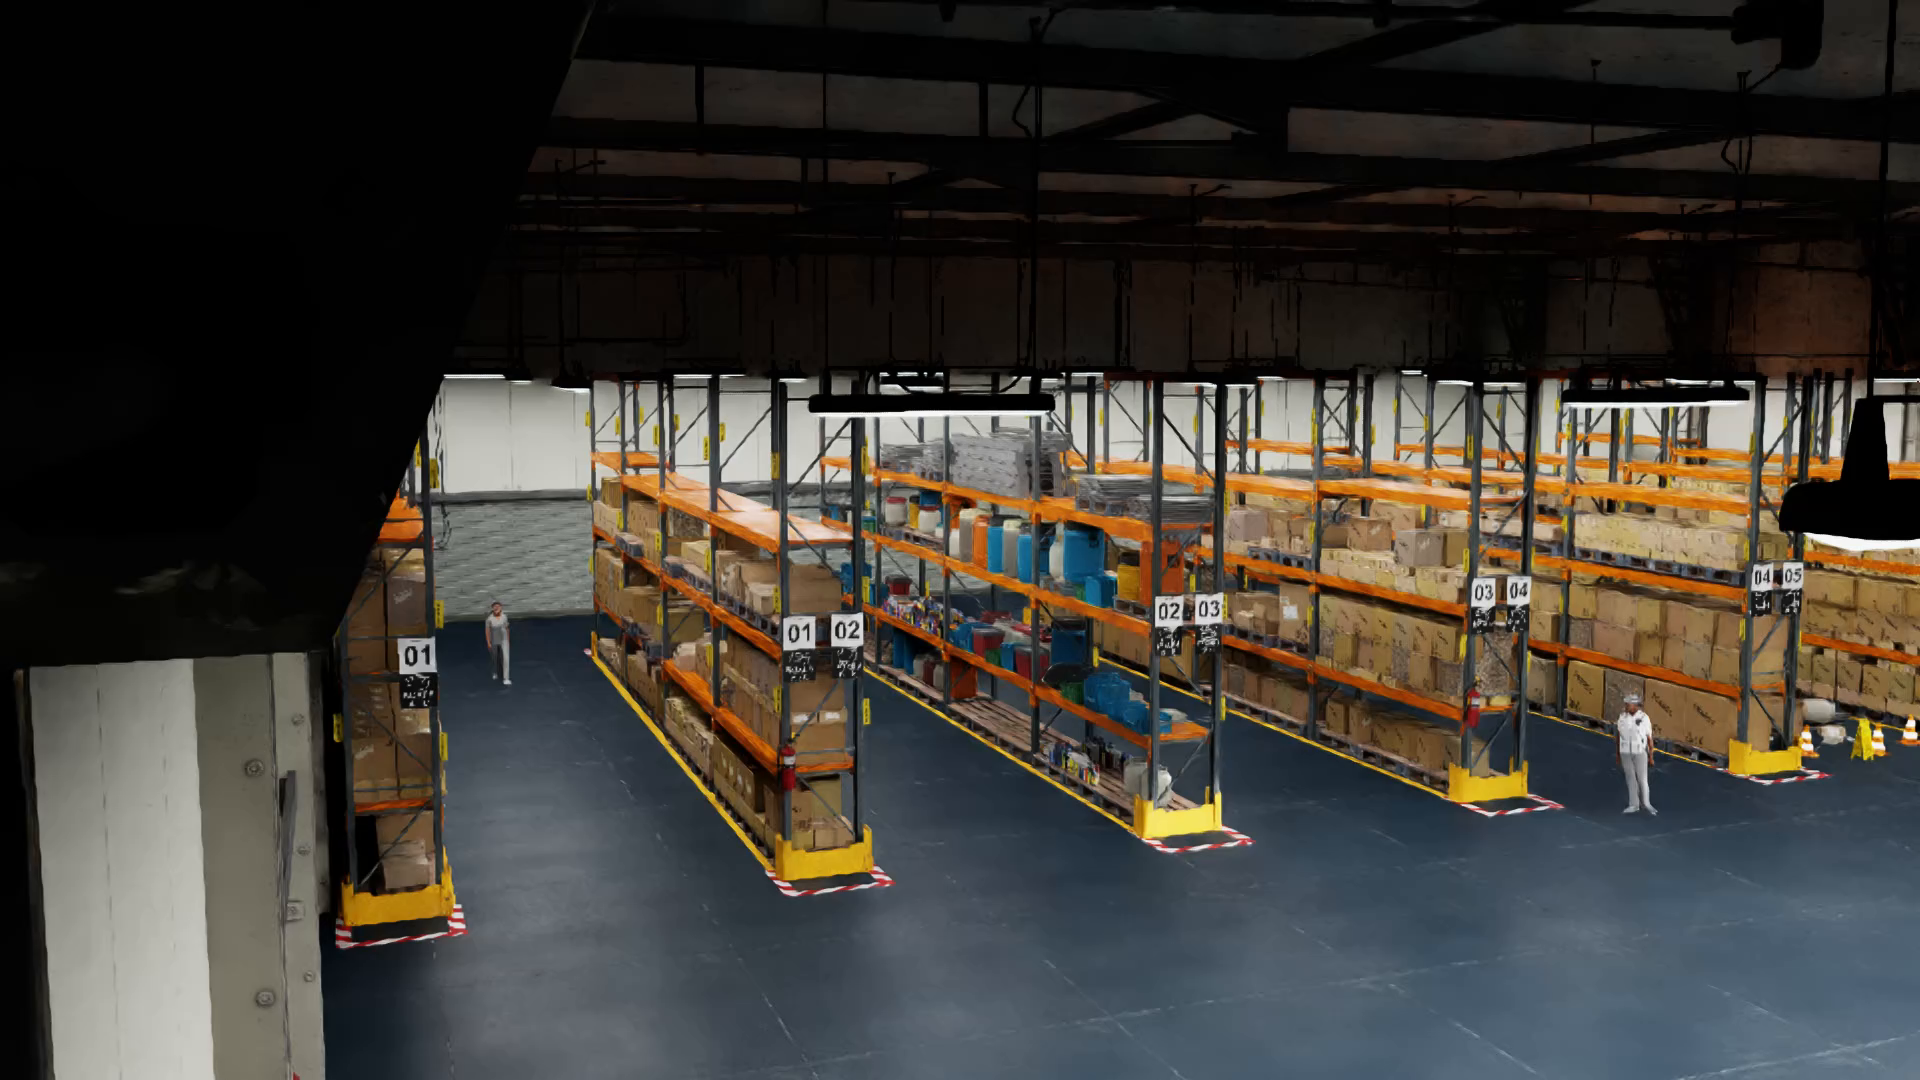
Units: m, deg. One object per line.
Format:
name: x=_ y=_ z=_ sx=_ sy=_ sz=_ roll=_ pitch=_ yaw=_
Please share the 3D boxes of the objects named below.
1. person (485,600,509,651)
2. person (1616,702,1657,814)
person: x=-8.908 y=1.647 z=32.001 sx=0.443 sy=0.981 sz=0.352 roll=-2 pitch=7 yaw=-18
person: x=9.333 y=2.948 z=22.916 sx=0.568 sy=1.652 sz=0.365 roll=5 pitch=8 yaw=40
